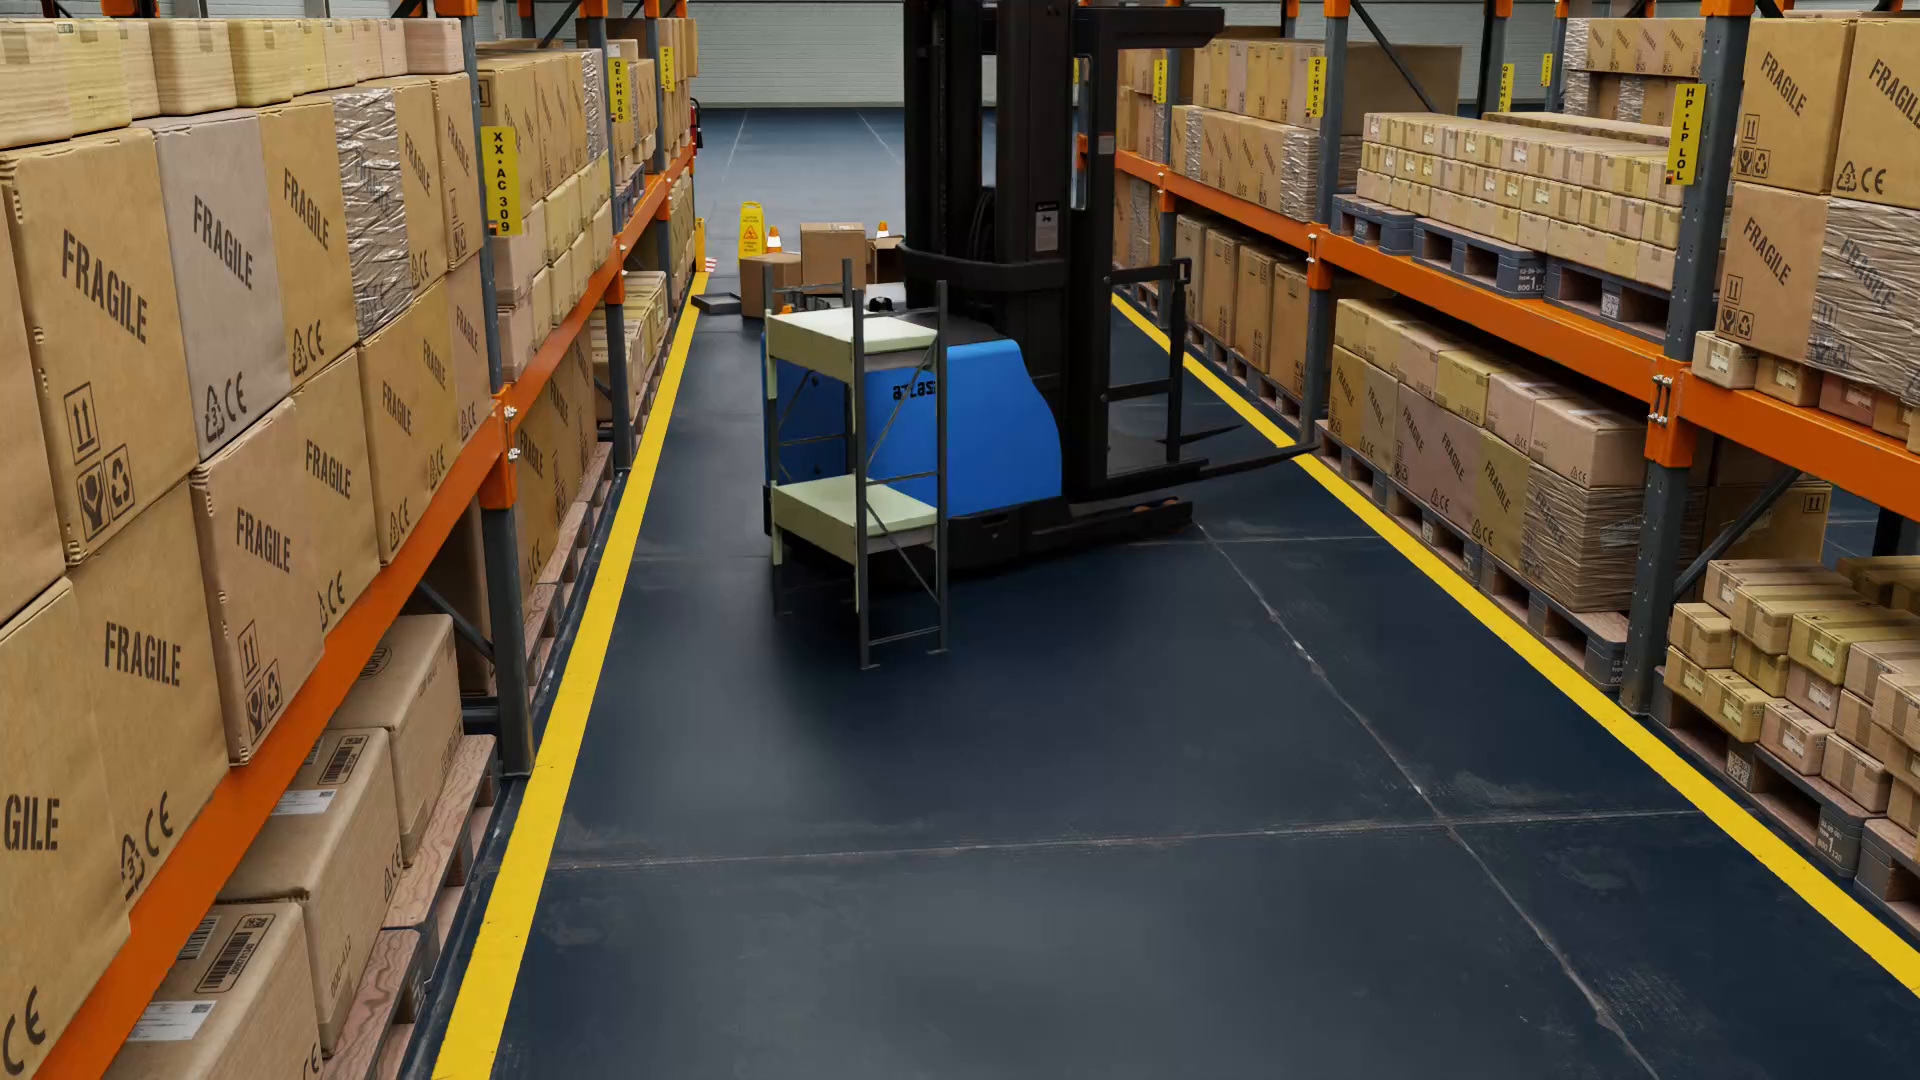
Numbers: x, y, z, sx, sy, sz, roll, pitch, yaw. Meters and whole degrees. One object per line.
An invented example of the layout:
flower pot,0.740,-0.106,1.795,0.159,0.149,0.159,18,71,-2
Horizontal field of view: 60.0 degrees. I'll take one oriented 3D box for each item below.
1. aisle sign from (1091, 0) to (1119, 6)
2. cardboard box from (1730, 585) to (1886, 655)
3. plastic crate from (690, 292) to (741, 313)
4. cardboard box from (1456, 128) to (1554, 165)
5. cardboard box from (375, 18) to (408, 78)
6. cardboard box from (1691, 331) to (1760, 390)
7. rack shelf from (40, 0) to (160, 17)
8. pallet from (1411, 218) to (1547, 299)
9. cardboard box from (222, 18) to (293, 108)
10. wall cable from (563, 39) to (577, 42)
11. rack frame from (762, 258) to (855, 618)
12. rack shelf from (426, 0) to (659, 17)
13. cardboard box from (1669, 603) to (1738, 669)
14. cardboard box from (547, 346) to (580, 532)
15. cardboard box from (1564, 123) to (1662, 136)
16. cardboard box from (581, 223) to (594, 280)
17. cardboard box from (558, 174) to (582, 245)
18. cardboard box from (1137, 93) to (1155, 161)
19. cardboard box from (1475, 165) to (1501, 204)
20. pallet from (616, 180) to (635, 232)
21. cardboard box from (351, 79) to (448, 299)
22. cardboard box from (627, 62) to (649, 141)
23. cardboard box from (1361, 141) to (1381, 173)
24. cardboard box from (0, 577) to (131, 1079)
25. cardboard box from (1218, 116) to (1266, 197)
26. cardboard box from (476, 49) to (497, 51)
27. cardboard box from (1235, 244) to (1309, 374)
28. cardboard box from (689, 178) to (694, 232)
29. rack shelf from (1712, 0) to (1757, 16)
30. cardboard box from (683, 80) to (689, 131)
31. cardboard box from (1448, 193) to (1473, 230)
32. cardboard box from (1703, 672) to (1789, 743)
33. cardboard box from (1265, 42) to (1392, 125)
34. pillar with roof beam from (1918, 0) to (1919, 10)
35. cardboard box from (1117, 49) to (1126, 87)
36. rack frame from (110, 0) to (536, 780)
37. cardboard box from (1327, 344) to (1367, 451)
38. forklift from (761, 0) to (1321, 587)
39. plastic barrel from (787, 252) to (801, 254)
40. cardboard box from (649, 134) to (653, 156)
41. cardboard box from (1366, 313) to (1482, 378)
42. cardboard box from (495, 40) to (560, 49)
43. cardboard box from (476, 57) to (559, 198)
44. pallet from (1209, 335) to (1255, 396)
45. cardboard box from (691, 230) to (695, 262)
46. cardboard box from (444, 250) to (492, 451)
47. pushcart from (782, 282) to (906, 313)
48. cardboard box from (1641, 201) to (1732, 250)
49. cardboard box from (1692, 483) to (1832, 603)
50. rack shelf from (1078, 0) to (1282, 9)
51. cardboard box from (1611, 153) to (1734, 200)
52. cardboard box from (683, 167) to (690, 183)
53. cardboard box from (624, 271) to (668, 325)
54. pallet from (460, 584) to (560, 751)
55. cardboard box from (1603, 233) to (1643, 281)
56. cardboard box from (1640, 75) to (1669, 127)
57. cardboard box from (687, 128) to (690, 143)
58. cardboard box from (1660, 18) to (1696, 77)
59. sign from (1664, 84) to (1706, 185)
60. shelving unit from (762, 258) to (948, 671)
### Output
aisle sign,1.417,-5.639,16.791,0.394,0.787,0.004,-2,18,-6
cardboard box,2.759,0.257,5.415,0.380,0.149,0.250,-1,17,-3
plastic crate,-2.125,-2.112,14.771,0.402,0.080,0.583,-8,19,-25
cardboard box,2.540,-1.832,7.731,0.380,0.149,0.250,-1,17,-4
cardboard box,-1.686,-1.299,4.387,0.380,0.149,0.250,-1,17,-4
cardboard box,2.664,-0.597,5.491,0.380,0.149,0.250,-1,17,-4
rack shelf,-7.921,-4.541,13.828,1.077,0.370,4.000,-2,18,-6
pallet,2.792,-1.323,7.704,1.003,0.211,1.213,-2,18,-6
cardboard box,-1.420,-0.849,2.953,0.380,0.149,0.250,-2,18,-7
wall cable,-11.035,-15.051,46.280,3.097,2.526,0.112,-2,18,-6
rack frame,-0.623,-0.418,7.004,0.400,1.500,0.023,-11,20,-31
rack shelf,-2.572,-3.504,10.524,1.077,0.370,4.000,-2,18,-6
cardboard box,2.679,0.324,5.698,0.380,0.149,0.250,-1,17,-3
cardboard box,-2.289,-0.533,7.712,0.875,0.875,0.875,-2,17,-5
cardboard box,3.155,-1.931,8.046,0.380,0.149,0.250,-2,18,-6
cardboard box,-1.951,-1.304,7.573,0.500,0.250,0.500,-2,18,-6
cardboard box,-1.880,-1.392,7.017,0.500,0.250,0.500,-2,18,-7
cardboard box,2.006,-3.539,14.192,0.875,0.550,0.550,-2,18,-6
cardboard box,2.564,-1.612,7.524,0.380,0.149,0.250,-1,17,-4
pallet,-2.545,-1.938,9.662,1.213,0.211,1.003,-2,18,-6
cardboard box,-1.586,-0.870,4.104,0.500,0.500,0.500,-2,18,-6
cardboard box,-2.403,-2.970,11.264,0.500,0.500,0.500,-1,17,-4
cardboard box,2.398,-2.076,9.002,0.380,0.149,0.250,-1,17,-3
cardboard box,-1.305,0.364,1.844,0.500,0.500,0.500,-2,18,-6
cardboard box,2.075,-2.627,11.370,0.500,0.500,0.500,-2,17,-5
cardboard box,-2.558,-2.190,8.310,0.500,0.500,0.500,-2,18,-7
cardboard box,2.481,-1.575,11.240,1.050,0.750,0.750,-2,17,-5
cardboard box,-2.849,-3.219,16.061,0.500,0.500,0.500,-2,18,-5
rack shelf,3.166,-1.304,3.515,1.077,0.370,4.000,-2,18,-6
cardboard box,-2.814,-4.091,15.536,0.500,0.500,0.500,-2,18,-6
cardboard box,2.532,-1.549,7.822,0.380,0.149,0.250,-2,17,-5
cardboard box,2.705,0.546,5.489,0.380,0.149,0.250,-1,17,-4
cardboard box,2.402,-2.966,10.779,0.700,0.500,0.500,-2,18,-6
pillar with roof beam,16.241,-12.879,34.177,9.100,9.000,0.400,-2,18,-6
cardboard box,1.793,-4.530,15.544,0.875,0.550,0.550,-2,18,-6
rack frame,-1.953,-0.628,5.171,1.000,3.000,0.127,-2,18,-6
cardboard box,2.367,-0.792,9.165,0.500,0.500,0.500,-3,18,-8
forklift,0.547,-1.516,8.111,3.031,2.935,1.130,-12,21,-34
plastic barrel,-1.472,-2.406,15.134,0.512,0.421,0.421,11,21,32
cardboard box,-2.379,-2.793,11.784,0.380,0.149,0.250,-2,18,-7
cardboard box,2.430,-1.005,8.590,0.500,0.250,0.500,-2,18,-6
cardboard box,-2.867,-3.240,11.042,0.380,0.149,0.250,-1,17,-3
cardboard box,-1.842,-1.593,6.409,0.500,0.500,0.500,-2,18,-7
pallet,2.418,-1.273,11.879,1.003,0.211,1.213,-2,18,-6
cardboard box,-2.837,-2.853,16.145,0.500,0.250,0.500,-2,18,-6
cardboard box,-1.651,-0.546,4.741,0.500,0.500,0.500,-2,18,-5
pushcart,-0.516,-1.846,13.428,1.648,0.377,0.936,-8,19,-25
cardboard box,2.723,-1.146,6.043,0.380,0.149,0.250,-1,17,-4
cardboard box,3.148,-0.048,6.793,0.500,0.500,0.500,-1,17,-3
rack shelf,1.929,-4.879,14.903,1.077,0.370,4.000,-2,18,-6
cardboard box,2.696,-1.369,6.257,0.380,0.149,0.250,-2,18,-7
cardboard box,-2.744,-3.422,15.622,0.380,0.149,0.250,-1,17,-4
cardboard box,-2.722,-1.802,12.596,0.950,0.372,0.625,-2,17,-5
pallet,-2.108,0.474,6.314,1.003,0.211,1.213,-2,18,-6
cardboard box,2.695,-1.082,6.333,0.380,0.149,0.250,-2,18,-5
cardboard box,6.915,-4.090,15.533,0.875,0.500,0.500,-2,18,-6
cardboard box,-2.803,-3.907,16.033,0.380,0.149,0.250,-2,18,-6
cardboard box,6.655,-4.408,14.878,0.500,0.500,0.500,-2,18,-6
sign,2.408,-1.346,5.523,0.100,0.325,0.005,-2,18,-6
shelving unit,-0.423,-0.326,6.711,0.431,1.500,0.755,-11,20,-31
